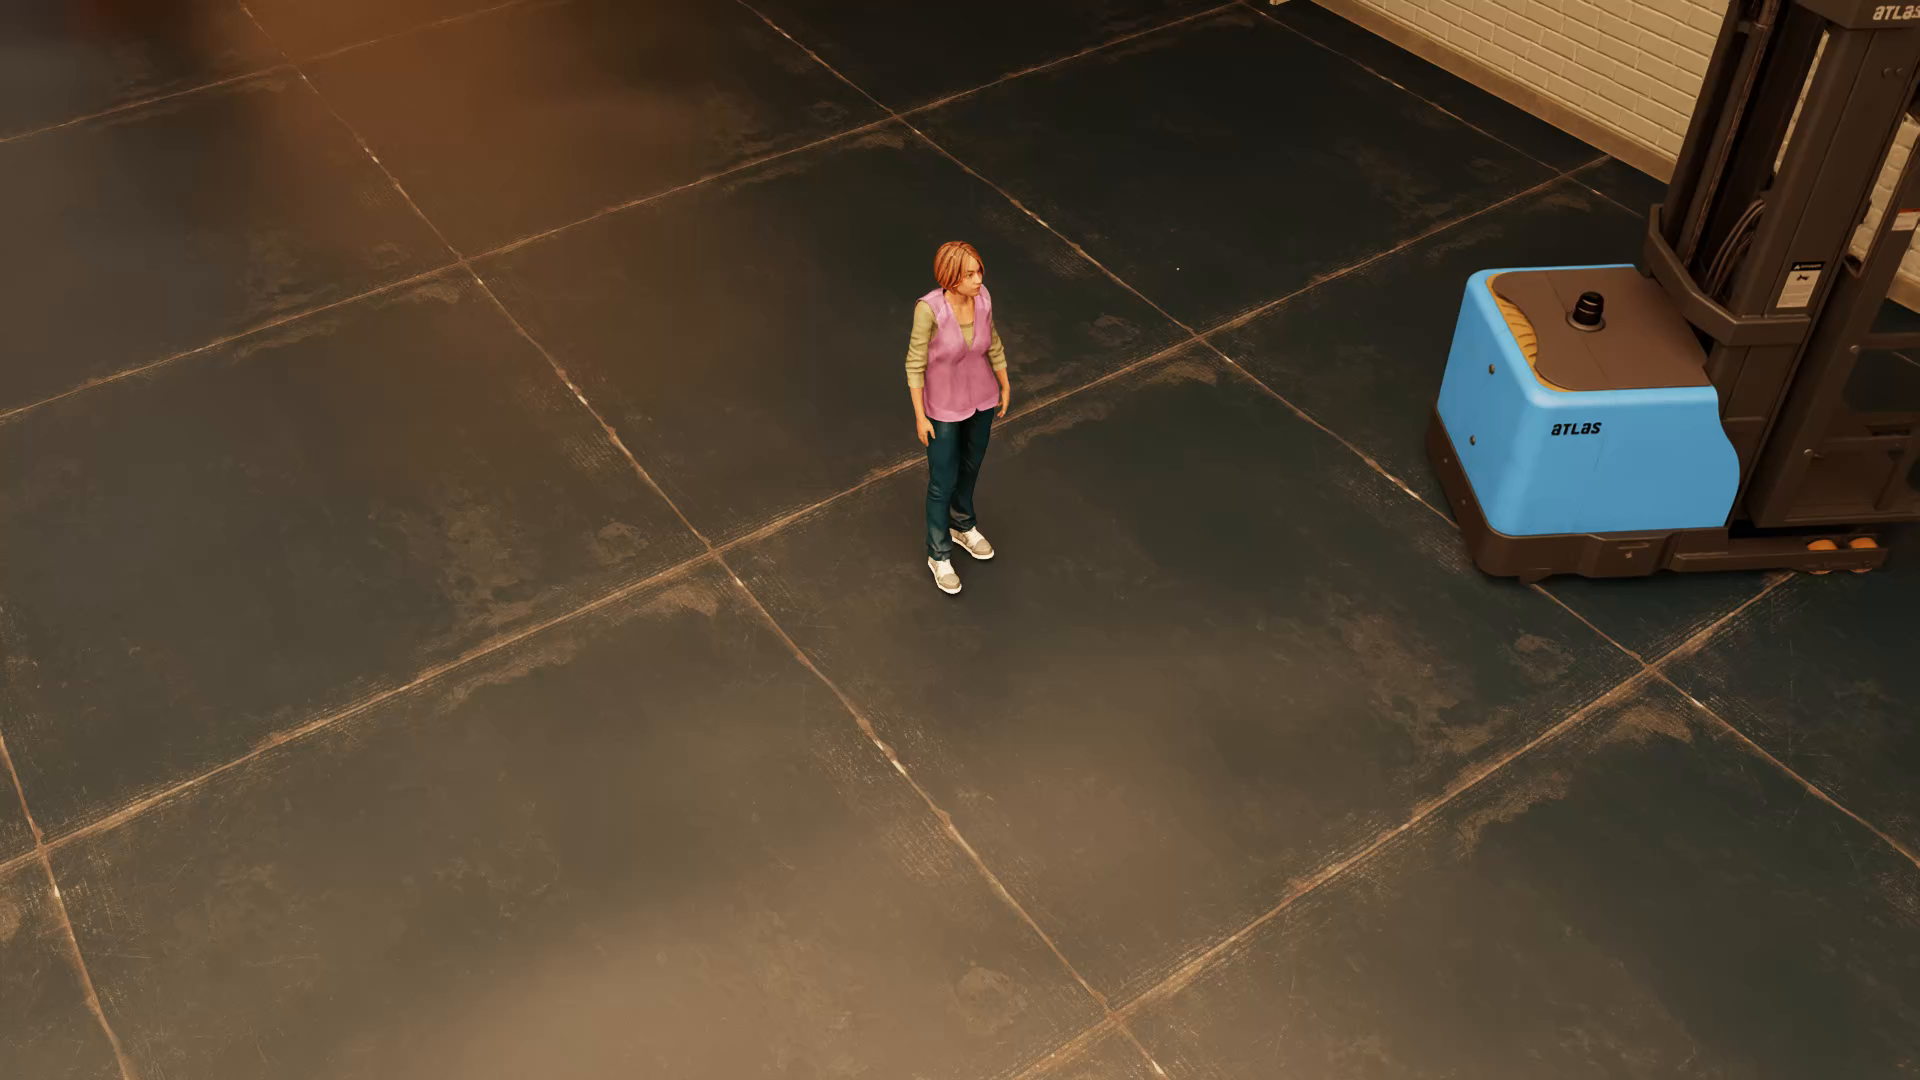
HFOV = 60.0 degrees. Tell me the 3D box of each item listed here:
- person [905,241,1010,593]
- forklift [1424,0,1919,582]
[{"bbox_3d":[0.032,-0.545,7.282,0.521,1.599,0.473,-25,48,-25],"label":"person"},{"bbox_3d":[3.855,-1.276,7.100,3.031,2.935,1.130,-3,43,-3],"label":"forklift"}]
